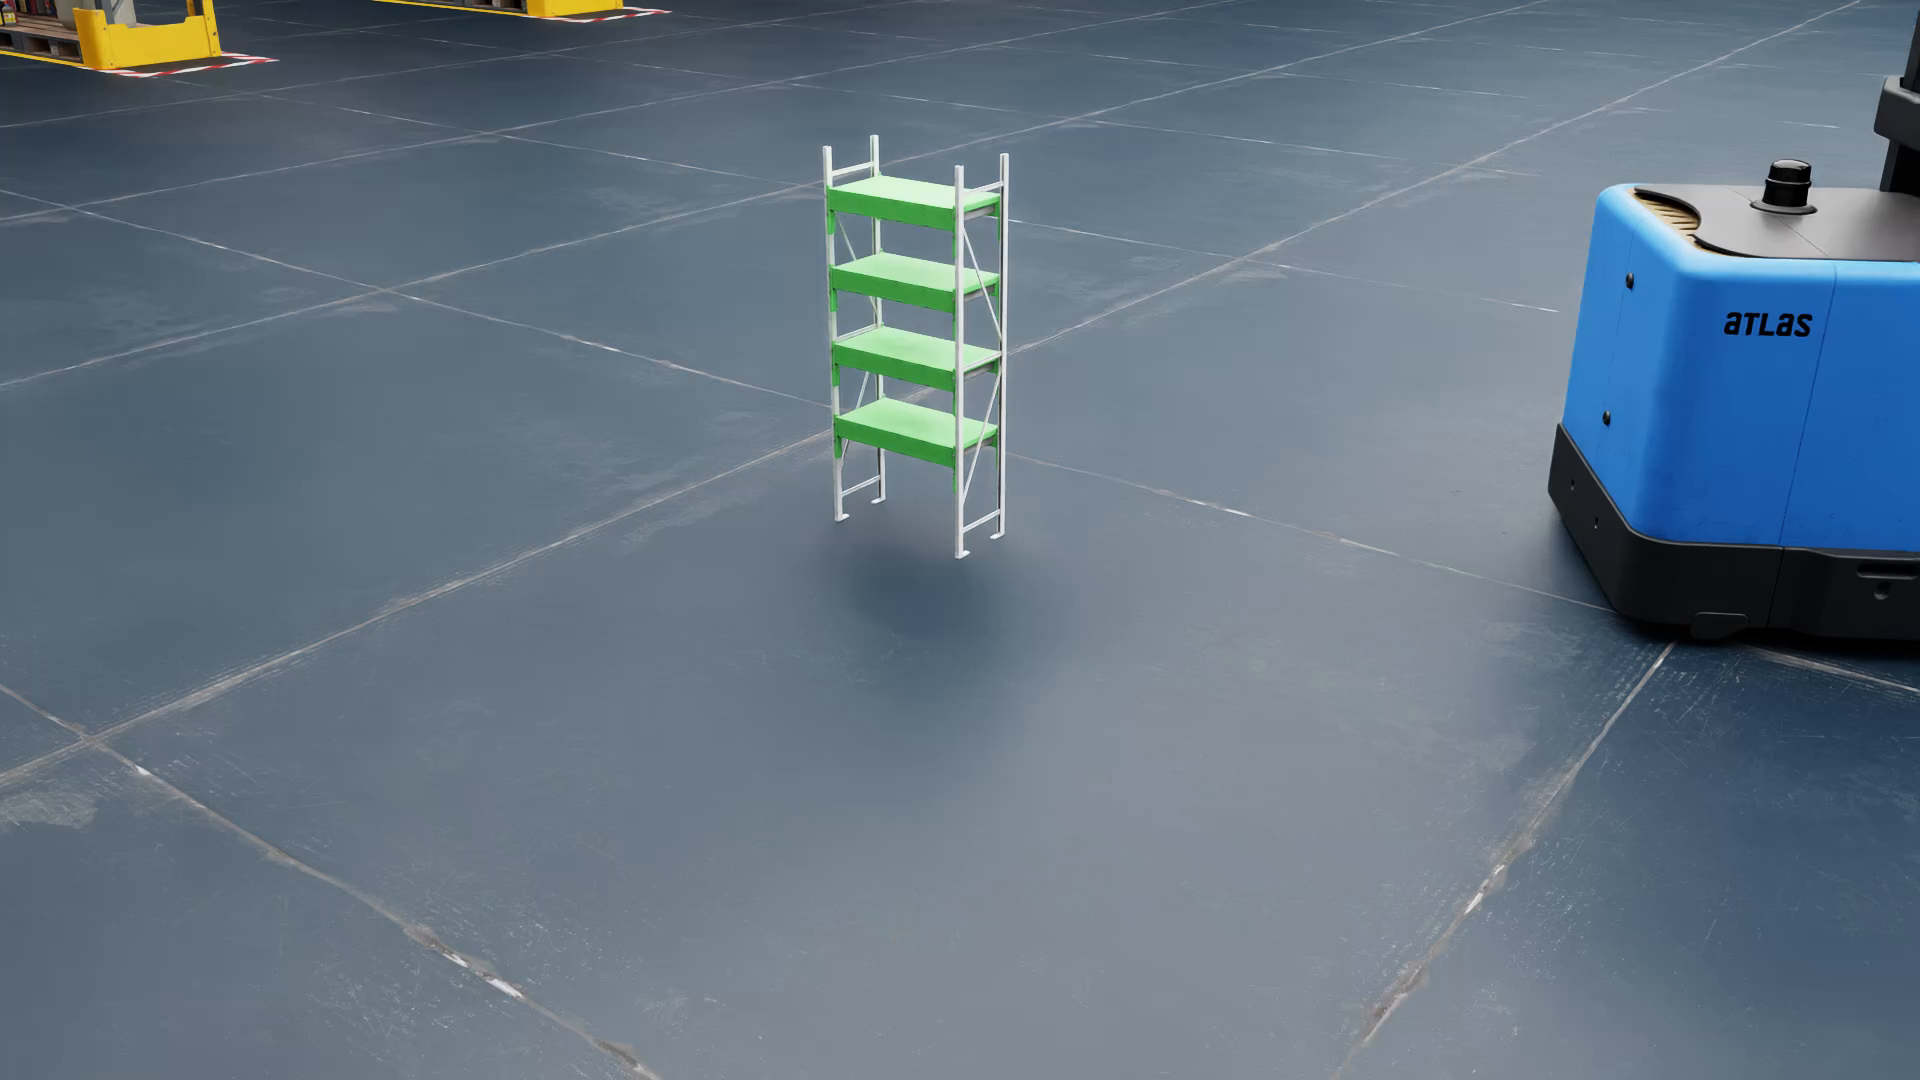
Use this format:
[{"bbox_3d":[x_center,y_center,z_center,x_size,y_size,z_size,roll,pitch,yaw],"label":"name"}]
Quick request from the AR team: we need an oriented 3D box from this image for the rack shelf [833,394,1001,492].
[{"bbox_3d":[-0.132,-0.311,5.221,0.480,0.148,0.258,17,29,33],"label":"rack shelf"}]

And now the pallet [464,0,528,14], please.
[{"bbox_3d":[-4.973,-6.285,19.252,1.213,0.211,1.003,17,29,33],"label":"pallet"}]

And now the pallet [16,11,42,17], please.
[{"bbox_3d":[-9.943,-5.252,16.908,1.213,0.211,1.003,17,29,33],"label":"pallet"}]

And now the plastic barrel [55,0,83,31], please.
[{"bbox_3d":[-8.228,-5.046,15.547,0.421,0.512,0.421,0,24,0],"label":"plastic barrel"}]

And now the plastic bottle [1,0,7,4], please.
[{"bbox_3d":[-9.172,-5.064,15.855,0.135,0.276,0.152,17,29,34],"label":"plastic bottle"}]

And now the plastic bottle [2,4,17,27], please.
[{"bbox_3d":[-8.987,-4.960,15.712,0.097,0.201,0.097,0,24,0],"label":"plastic bottle"}]

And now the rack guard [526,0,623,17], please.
[{"bbox_3d":[-4.345,-6.209,18.722,0.348,0.500,1.175,17,29,33],"label":"rack guard"}]

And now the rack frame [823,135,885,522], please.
[{"bbox_3d":[-0.328,-0.648,5.233,0.015,1.200,0.240,17,29,33],"label":"rack frame"}]

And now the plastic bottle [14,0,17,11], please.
[{"bbox_3d":[-9.682,-5.496,16.836,0.135,0.276,0.152,17,29,33],"label":"plastic bottle"}]

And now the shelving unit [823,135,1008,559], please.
[{"bbox_3d":[-0.132,-0.589,5.099,0.503,1.200,0.258,17,29,33],"label":"shelving unit"}]

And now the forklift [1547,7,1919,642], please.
[{"bbox_3d":[3.378,-1.196,4.329,3.031,2.935,1.130,2,24,6],"label":"forklift"}]

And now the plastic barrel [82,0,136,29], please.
[{"bbox_3d":[-7.827,-4.925,15.272,0.421,0.512,0.421,0,24,0],"label":"plastic barrel"}]

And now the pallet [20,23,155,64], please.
[{"bbox_3d":[-7.990,-4.662,15.569,1.213,0.211,1.003,17,29,33],"label":"pallet"}]

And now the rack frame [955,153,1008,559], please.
[{"bbox_3d":[0.063,-0.530,4.965,0.015,1.200,0.240,17,29,33],"label":"rack frame"}]

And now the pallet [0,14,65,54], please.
[{"bbox_3d":[-8.962,-4.957,16.239,1.213,0.211,1.003,17,29,33],"label":"pallet"}]

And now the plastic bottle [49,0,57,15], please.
[{"bbox_3d":[-9.035,-5.384,16.589,0.097,0.271,0.097,0,24,0],"label":"plastic bottle"}]

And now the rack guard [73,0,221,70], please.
[{"bbox_3d":[-7.343,-4.596,15.061,0.348,0.500,1.175,17,29,33],"label":"rack guard"}]

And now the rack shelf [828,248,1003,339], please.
[{"bbox_3d":[-0.132,-0.750,5.028,0.480,0.148,0.258,17,29,33],"label":"rack shelf"}]

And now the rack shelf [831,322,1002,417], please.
[{"bbox_3d":[-0.132,-0.531,5.125,0.480,0.148,0.258,17,29,33],"label":"rack shelf"}]

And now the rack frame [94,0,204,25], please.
[{"bbox_3d":[-7.254,-5.737,14.550,0.127,3.000,1.000,17,29,33],"label":"rack frame"}]

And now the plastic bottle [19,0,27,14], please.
[{"bbox_3d":[-9.396,-5.436,16.690,0.133,0.283,0.061,17,29,33],"label":"plastic bottle"}]

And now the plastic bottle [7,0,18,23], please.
[{"bbox_3d":[-9.109,-5.102,15.932,0.133,0.283,0.061,17,29,33],"label":"plastic bottle"}]

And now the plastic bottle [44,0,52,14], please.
[{"bbox_3d":[-9.116,-5.377,16.659,0.097,0.201,0.097,0,24,0],"label":"plastic bottle"}]

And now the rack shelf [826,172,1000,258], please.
[{"bbox_3d":[-0.132,-0.970,4.931,0.480,0.148,0.258,17,29,33],"label":"rack shelf"}]

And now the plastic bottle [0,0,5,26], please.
[{"bbox_3d":[-9.091,-5.020,15.746,0.133,0.283,0.061,18,29,35],"label":"plastic bottle"}]

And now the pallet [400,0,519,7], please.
[{"bbox_3d":[-5.945,-6.580,19.922,1.213,0.211,1.003,17,29,33],"label":"pallet"}]

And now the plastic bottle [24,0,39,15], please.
[{"bbox_3d":[-9.291,-5.400,16.609,0.133,0.283,0.061,17,29,33],"label":"plastic bottle"}]

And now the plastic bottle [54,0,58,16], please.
[{"bbox_3d":[-8.952,-5.327,16.546,0.097,0.201,0.097,0,24,0],"label":"plastic bottle"}]

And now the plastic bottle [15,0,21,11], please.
[{"bbox_3d":[-9.613,-5.584,16.943,0.185,0.351,0.144,15,28,31],"label":"plastic bottle"}]

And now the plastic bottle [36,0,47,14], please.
[{"bbox_3d":[-9.227,-5.431,16.688,0.135,0.276,0.152,17,29,34],"label":"plastic bottle"}]
